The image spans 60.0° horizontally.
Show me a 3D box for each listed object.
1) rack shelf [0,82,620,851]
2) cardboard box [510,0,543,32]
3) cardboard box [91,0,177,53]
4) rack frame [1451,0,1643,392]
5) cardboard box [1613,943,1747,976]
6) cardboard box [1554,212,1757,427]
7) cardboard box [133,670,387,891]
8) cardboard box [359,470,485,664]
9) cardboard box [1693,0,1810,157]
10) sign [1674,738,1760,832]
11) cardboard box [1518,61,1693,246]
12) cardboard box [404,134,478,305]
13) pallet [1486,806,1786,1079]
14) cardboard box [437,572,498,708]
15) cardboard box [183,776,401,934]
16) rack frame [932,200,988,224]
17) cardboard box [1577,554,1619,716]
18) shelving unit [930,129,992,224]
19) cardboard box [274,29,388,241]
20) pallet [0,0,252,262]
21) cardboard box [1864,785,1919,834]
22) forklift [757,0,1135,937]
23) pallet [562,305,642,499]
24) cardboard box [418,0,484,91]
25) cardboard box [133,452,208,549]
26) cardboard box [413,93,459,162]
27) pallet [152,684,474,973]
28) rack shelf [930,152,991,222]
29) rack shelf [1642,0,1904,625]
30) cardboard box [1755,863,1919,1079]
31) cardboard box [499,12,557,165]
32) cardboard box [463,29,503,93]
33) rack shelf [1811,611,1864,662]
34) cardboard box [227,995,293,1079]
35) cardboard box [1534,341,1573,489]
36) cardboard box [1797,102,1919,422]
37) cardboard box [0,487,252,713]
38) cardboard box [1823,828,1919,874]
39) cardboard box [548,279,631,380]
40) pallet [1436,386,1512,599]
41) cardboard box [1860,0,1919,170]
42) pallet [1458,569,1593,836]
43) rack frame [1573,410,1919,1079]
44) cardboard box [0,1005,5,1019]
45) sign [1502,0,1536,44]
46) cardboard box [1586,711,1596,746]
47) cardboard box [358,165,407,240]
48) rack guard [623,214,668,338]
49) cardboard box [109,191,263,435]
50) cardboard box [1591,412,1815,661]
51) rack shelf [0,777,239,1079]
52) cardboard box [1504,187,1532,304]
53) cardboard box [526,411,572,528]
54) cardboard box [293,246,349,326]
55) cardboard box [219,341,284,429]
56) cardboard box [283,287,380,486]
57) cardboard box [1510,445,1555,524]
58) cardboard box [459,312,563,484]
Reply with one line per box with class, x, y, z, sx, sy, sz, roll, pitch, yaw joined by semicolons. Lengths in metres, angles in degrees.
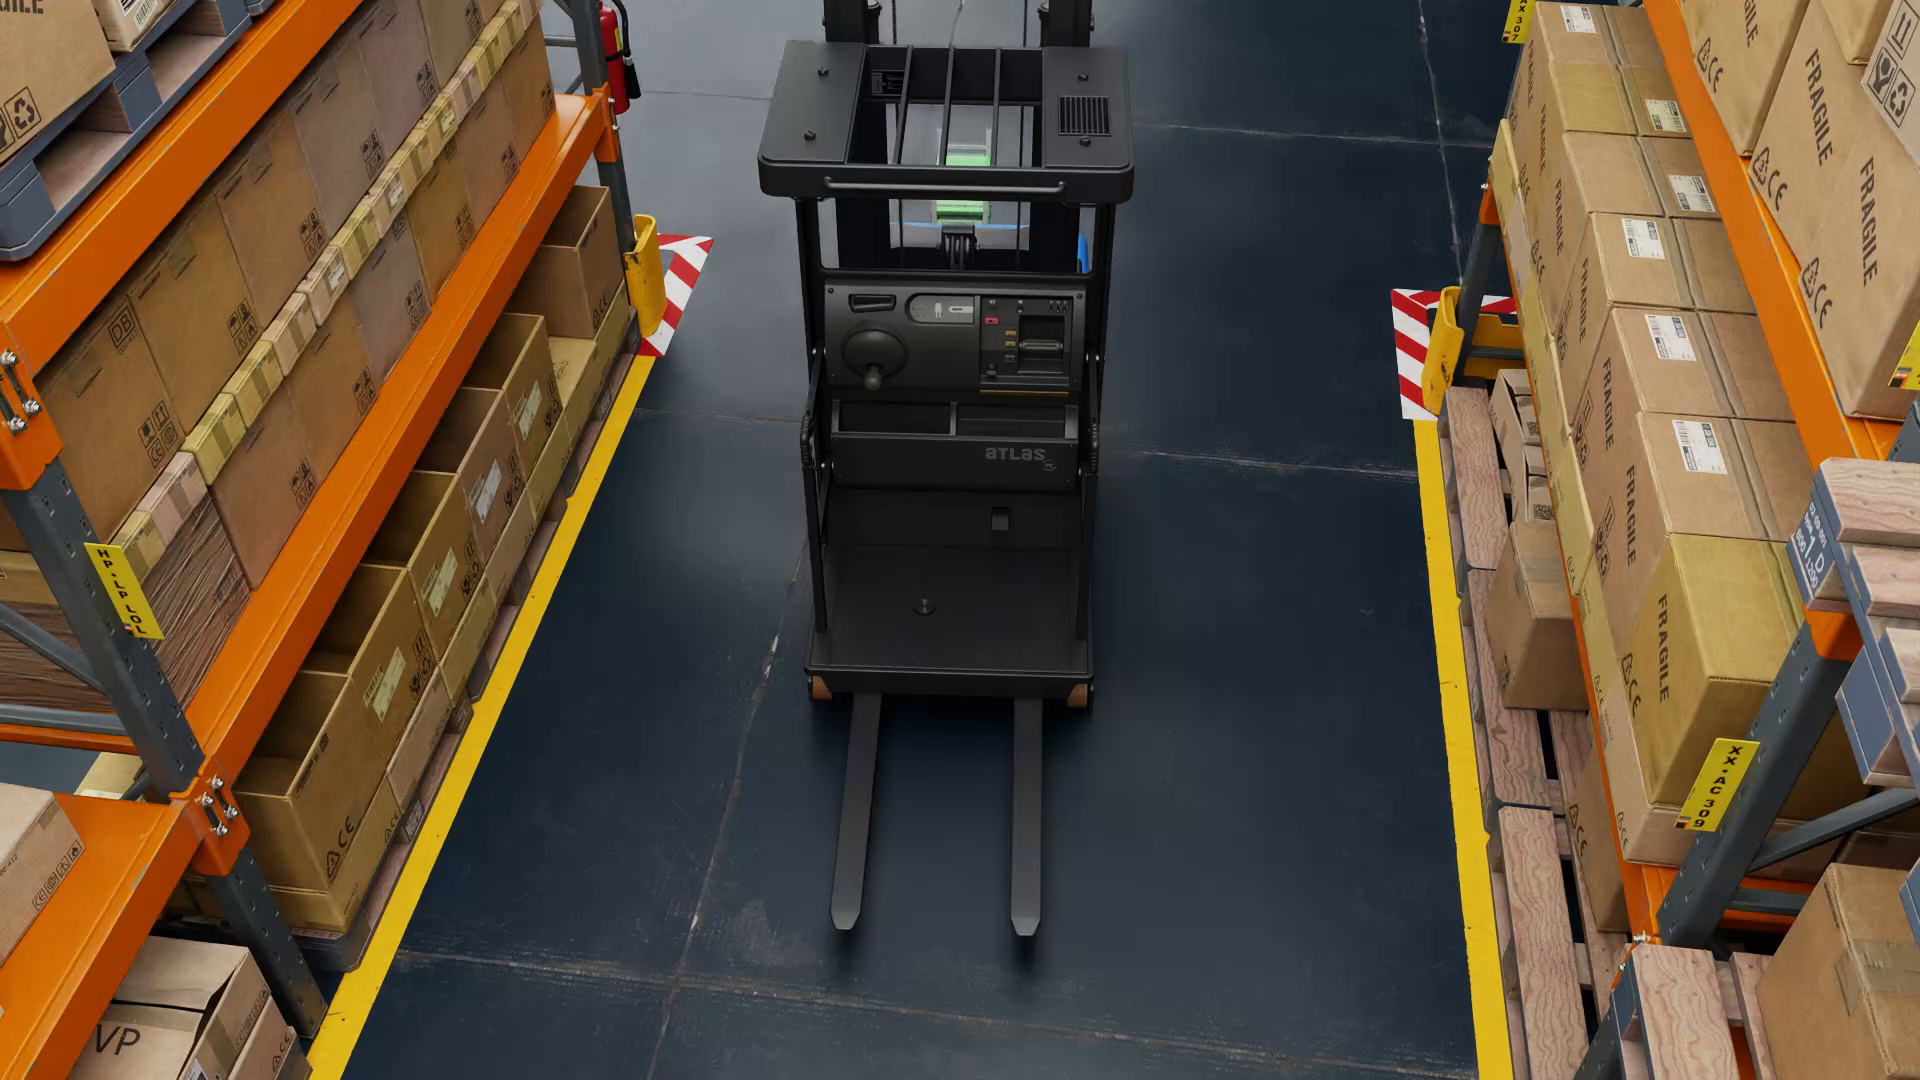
rack shelf;-2.360;-0.622;6.249;1.077;0.370;4.000;5;44;6
cardboard box;-1.957;-2.241;6.890;0.380;0.149;0.250;5;44;5
cardboard box;-2.225;-1.468;4.095;0.500;0.311;0.500;3;44;3
rack frame;2.816;-1.799;6.968;1.000;3.000;0.127;5;44;6
cardboard box;2.328;1.429;5.300;0.380;0.166;0.250;0;43;0
cardboard box;2.248;-0.686;5.342;0.500;0.500;0.500;6;44;7
cardboard box;-2.252;0.765;5.409;0.500;0.500;0.500;5;44;6
cardboard box;-2.120;0.084;6.129;0.500;0.500;0.500;5;44;6
cardboard box;2.224;-1.297;4.169;0.500;0.500;0.500;4;44;4
sign;1.748;0.569;3.838;0.100;0.325;0.005;5;44;6
cardboard box;2.379;-1.390;6.086;0.500;0.500;0.500;5;44;6
cardboard box;-2.306;-1.270;6.337;0.700;0.500;0.500;6;44;6
pallet;2.340;1.479;5.535;1.003;0.211;1.213;5;44;6
cardboard box;-2.120;0.356;6.387;0.500;0.250;0.500;5;44;6
cardboard box;-2.262;1.037;5.668;0.500;0.250;0.500;5;44;6
rack frame;-0.001;-1.064;7.501;0.240;1.200;0.015;2;43;2
cardboard box;2.123;0.285;4.862;0.500;0.250;0.500;5;44;6
shelving unit;0.009;-1.232;7.678;0.258;1.200;0.503;2;43;2
cardboard box;-2.373;-1.357;5.485;0.700;0.500;0.500;5;44;6
pallet;-2.537;-1.161;4.178;1.003;0.211;1.213;5;44;6
cardboard box;2.556;0.401;4.194;0.500;0.500;0.500;4;44;5
forklift;-0.025;-0.634;5.788;1.130;2.935;3.031;2;43;2
pallet;-2.155;-0.709;7.845;1.003;0.211;1.213;5;44;6
cardboard box;-2.241;-2.042;6.209;0.700;0.500;0.500;4;44;4
cardboard box;-2.363;-0.129;4.660;0.380;0.149;0.250;6;44;6
cardboard box;-2.093;-1.538;6.148;0.380;0.149;0.250;6;44;7
pallet;-2.477;0.954;6.089;1.003;0.211;1.213;5;44;6
rack shelf;0.009;-1.534;7.392;0.258;0.148;0.480;2;43;2
rack shelf;2.551;-1.264;4.745;1.077;0.370;4.000;5;44;6
cardboard box;2.186;1.075;3.541;0.700;0.500;0.500;5;44;6
cardboard box;-2.170;-1.966;7.072;0.700;0.500;0.500;5;44;6
cardboard box;-2.024;-1.888;6.518;0.380;0.149;0.250;5;44;5
rack shelf;2.022;1.462;1.866;1.077;0.370;4.000;5;44;6
cardboard box;-2.391;1.634;5.037;0.500;0.250;0.500;5;44;5
cardboard box;2.239;-0.402;5.587;0.500;0.250;0.500;6;44;6
cardboard box;2.109;-0.574;3.406;0.500;0.500;0.500;6;44;7
cardboard box;-2.572;0.140;4.848;0.700;0.500;0.500;4;44;4
cardboard box;2.561;0.673;4.452;0.500;0.250;0.500;6;44;6
cardboard box;-1.873;-1.008;7.828;0.500;0.250;0.500;5;44;6
pallet;2.663;-0.184;7.291;1.003;0.211;1.213;5;44;6
cardboard box;2.084;-0.935;3.060;0.500;0.500;0.500;2;43;2
pallet;2.499;0.645;6.415;1.003;0.211;1.213;5;44;6
rack frame;2.287;0.927;4.089;1.000;3.000;0.127;5;44;6
cardboard box;-2.558;1.144;3.958;0.396;0.266;0.258;4;44;4
sign;2.278;-2.163;6.723;0.100;0.325;0.005;5;44;6
cardboard box;2.518;0.714;6.067;0.380;0.149;0.250;2;43;2
cardboard box;-2.160;-1.184;5.774;0.380;0.149;0.250;5;44;5
rack guard;-2.092;-1.355;8.318;1.175;0.500;0.348;5;44;6
cardboard box;-2.506;-0.676;4.765;0.700;0.500;0.500;5;44;5
cardboard box;2.103;0.011;4.606;0.500;0.500;0.500;5;44;5
rack shelf;-2.888;2.104;3.370;1.077;0.370;4.000;5;44;6
cardboard box;2.382;-1.093;6.317;0.500;0.250;0.500;4;44;4
cardboard box;-1.992;-0.326;7.107;0.500;0.250;0.500;5;44;6
cardboard box;-2.230;-0.837;5.407;0.380;0.149;0.250;4;44;4
cardboard box;-2.298;-0.484;5.035;0.380;0.149;0.250;5;44;5
cardboard box;-2.438;-0.562;5.589;0.700;0.500;0.500;6;44;6
cardboard box;2.559;-0.131;6.842;0.500;0.311;0.500;9;44;9
cardboard box;-1.989;-0.598;6.849;0.500;0.500;0.500;5;44;6
